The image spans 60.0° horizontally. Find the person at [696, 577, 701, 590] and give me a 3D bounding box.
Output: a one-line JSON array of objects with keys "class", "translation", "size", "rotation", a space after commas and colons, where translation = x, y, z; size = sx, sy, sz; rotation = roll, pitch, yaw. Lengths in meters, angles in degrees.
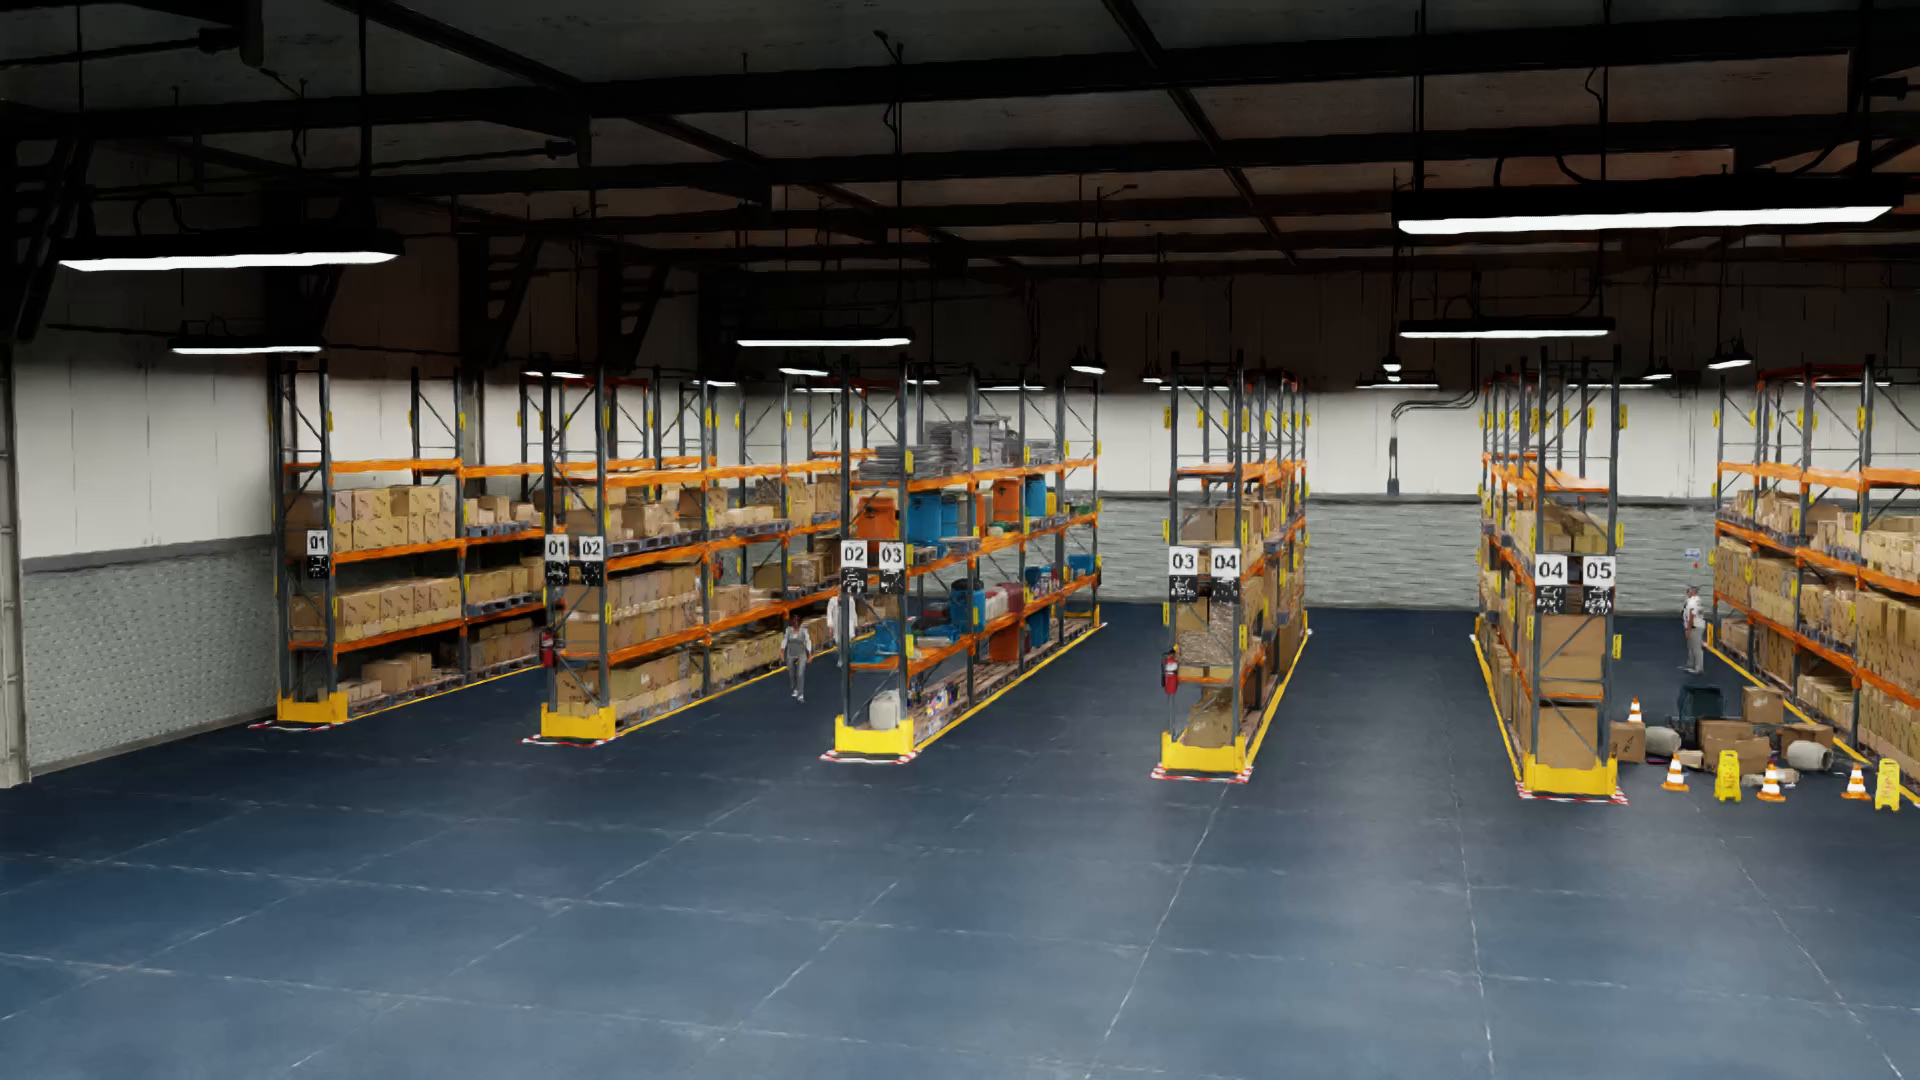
[{"class": "person", "translation": [-6.284, 1.396, 38.853], "size": [0.455, 1.587, 1.088], "rotation": [1, 4, 13]}]

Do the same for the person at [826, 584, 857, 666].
[{"class": "person", "translation": [-2.385, 1.727, 33.399], "size": [0.580, 1.715, 1.103], "rotation": [1, 4, 7]}]

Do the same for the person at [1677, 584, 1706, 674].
[{"class": "person", "translation": [14.503, 1.745, 32.944], "size": [0.558, 1.750, 0.635], "rotation": [3, 5, 33]}]

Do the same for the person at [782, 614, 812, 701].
[{"class": "person", "translation": [-2.902, 2.081, 29.842], "size": [0.544, 1.562, 0.614], "rotation": [0, 4, 6]}]
